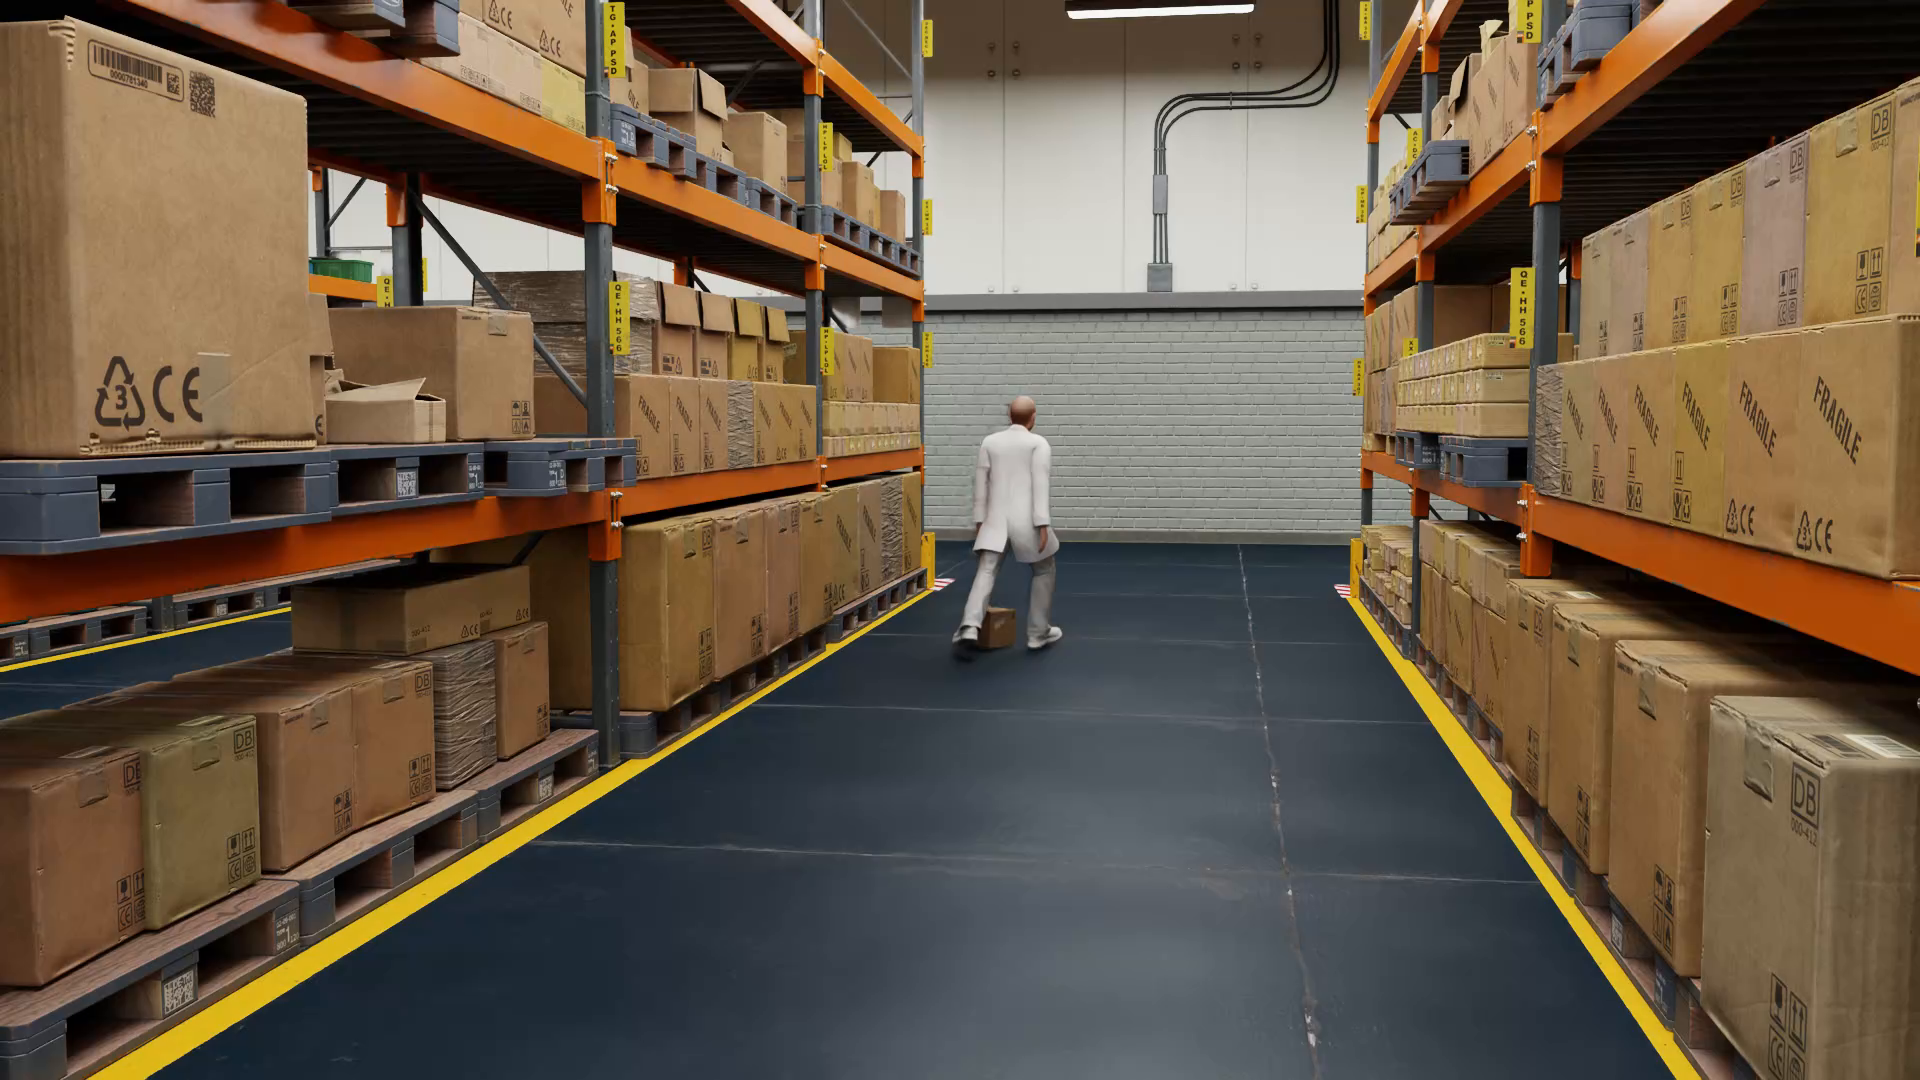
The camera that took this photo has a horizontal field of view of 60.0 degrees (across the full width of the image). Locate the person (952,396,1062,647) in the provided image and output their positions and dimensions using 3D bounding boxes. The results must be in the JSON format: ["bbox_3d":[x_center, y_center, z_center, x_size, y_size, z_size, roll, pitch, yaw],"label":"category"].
[{"bbox_3d":[0.332,-0.112,11.242,0.627,1.718,1.022,2,5,25],"label":"person"}]
